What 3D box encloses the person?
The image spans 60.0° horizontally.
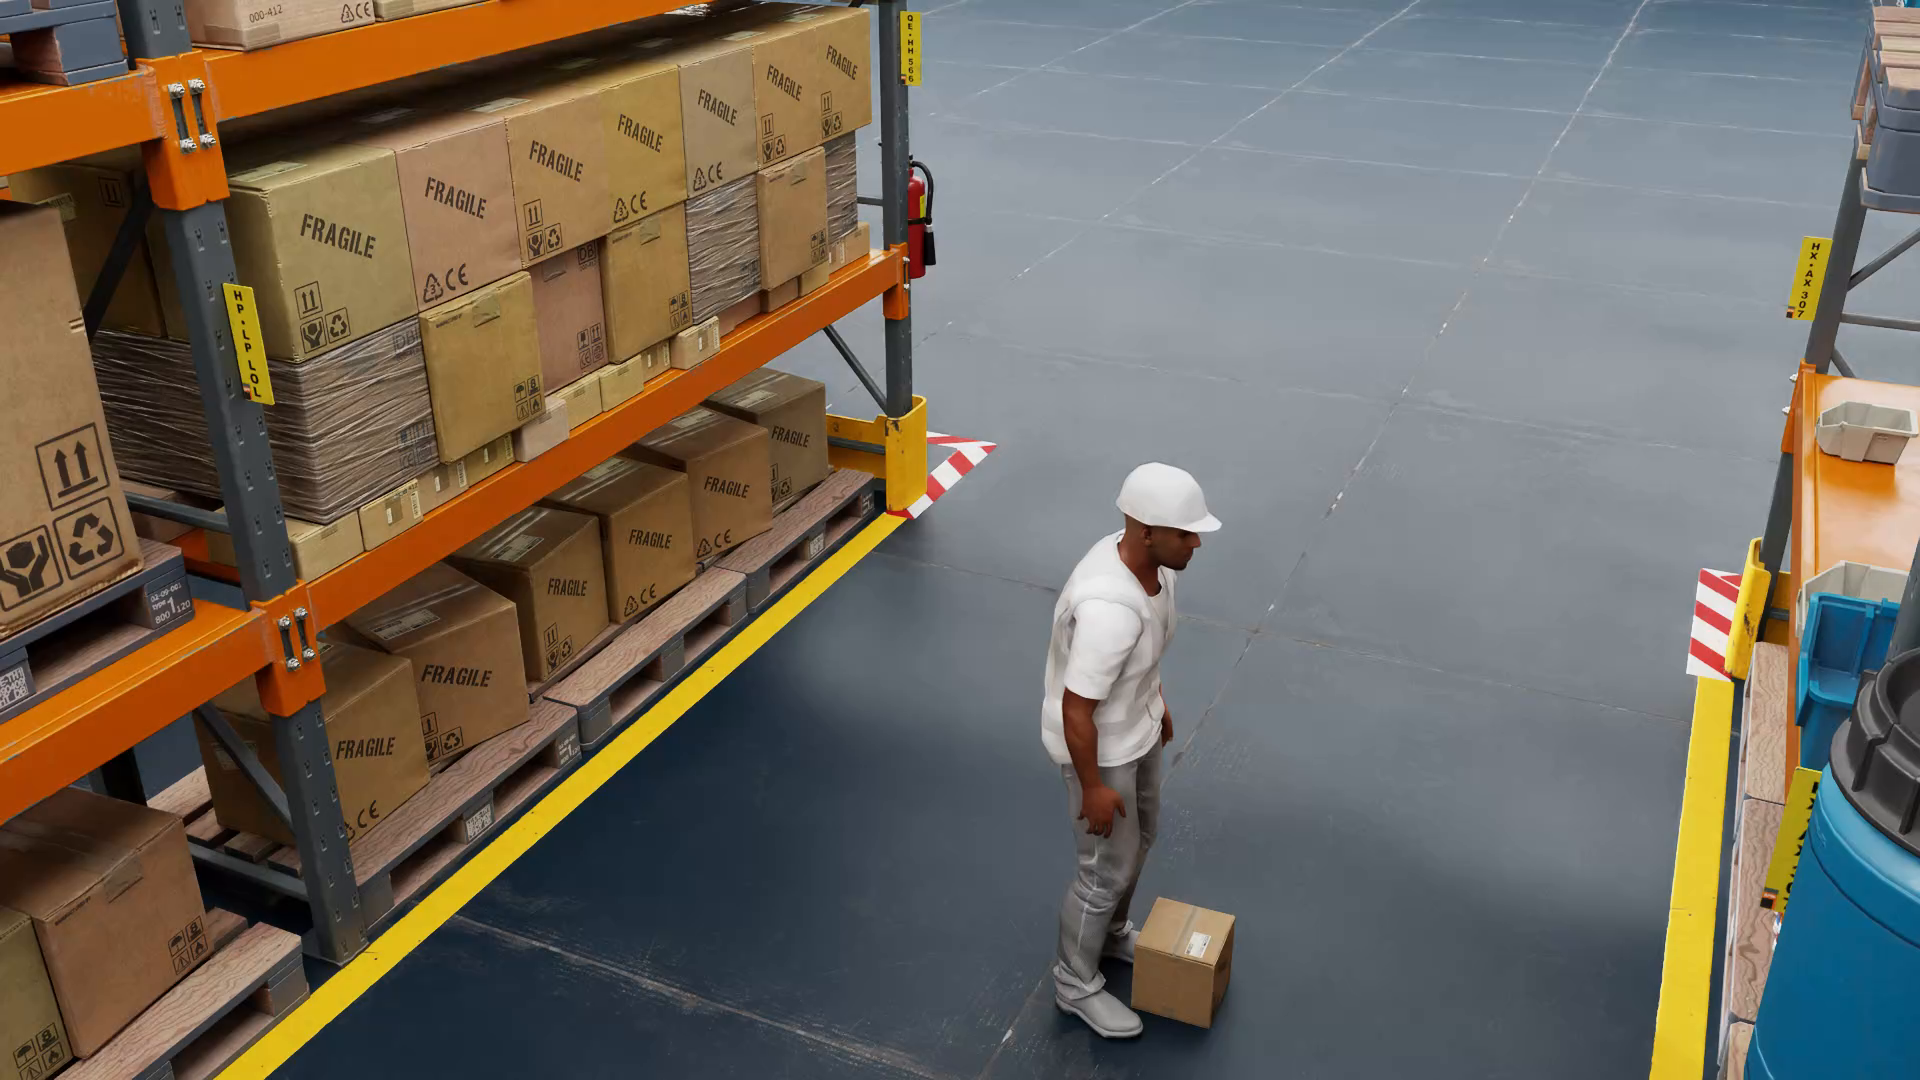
[{"bbox_3d":[0.483,0.590,4.881,0.462,1.761,0.629,11,28,21],"label":"person"}]
